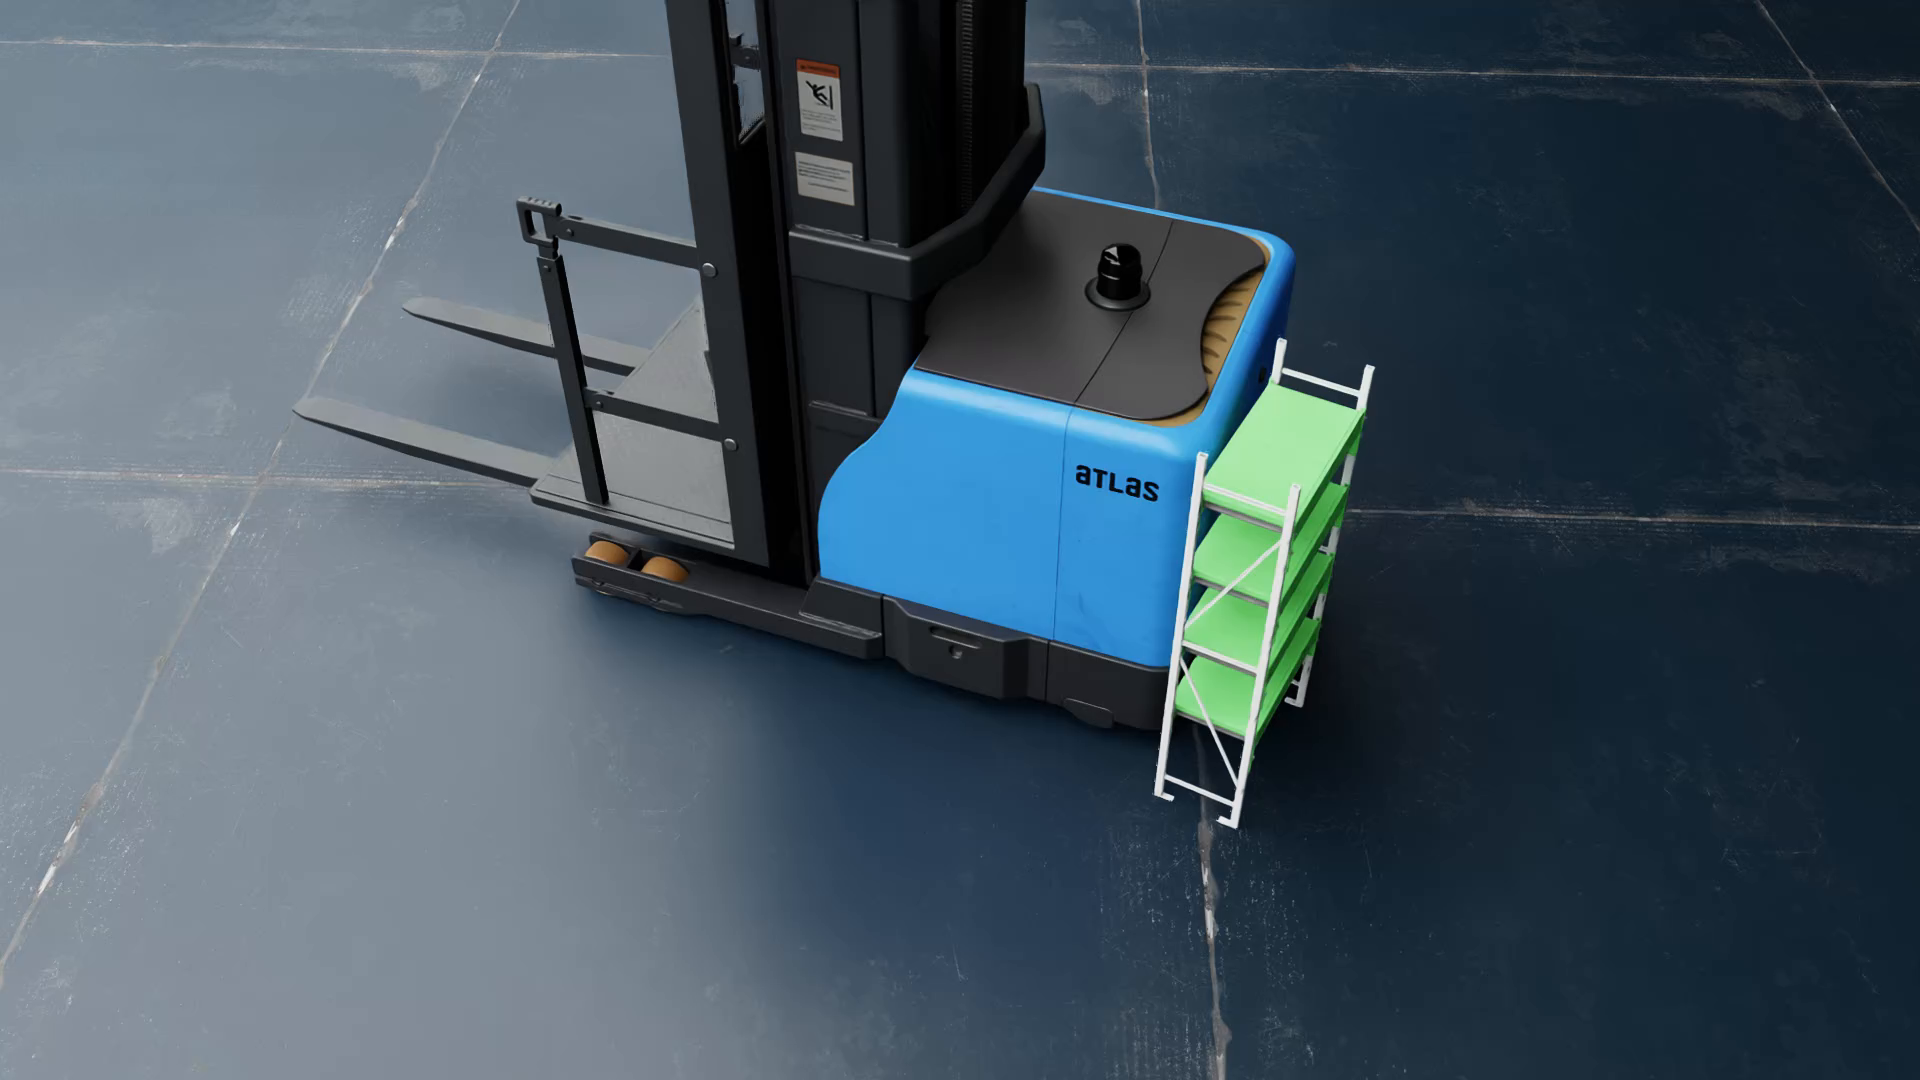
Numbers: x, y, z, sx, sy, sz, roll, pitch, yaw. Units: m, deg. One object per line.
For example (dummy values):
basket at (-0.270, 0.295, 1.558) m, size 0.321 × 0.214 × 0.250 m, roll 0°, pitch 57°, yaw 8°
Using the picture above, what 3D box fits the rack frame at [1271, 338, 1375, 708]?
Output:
rack frame at (0.872, -0.004, 4.374) m, size 0.240 × 1.200 × 0.015 m, roll 21°, pitch 47°, yaw 21°

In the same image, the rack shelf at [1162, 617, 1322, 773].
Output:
rack shelf at (0.753, 0.363, 4.425) m, size 0.258 × 0.148 × 0.480 m, roll 21°, pitch 47°, yaw 21°

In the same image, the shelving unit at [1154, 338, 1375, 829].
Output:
shelving unit at (0.753, 0.141, 4.218) m, size 0.258 × 1.200 × 0.503 m, roll 21°, pitch 47°, yaw 21°

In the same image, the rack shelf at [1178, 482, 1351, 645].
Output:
rack shelf at (0.753, 0.012, 4.098) m, size 0.258 × 0.148 × 0.480 m, roll 21°, pitch 47°, yaw 21°

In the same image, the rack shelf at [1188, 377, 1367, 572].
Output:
rack shelf at (0.753, -0.163, 3.935) m, size 0.258 × 0.148 × 0.480 m, roll 21°, pitch 47°, yaw 21°

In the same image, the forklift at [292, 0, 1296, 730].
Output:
forklift at (-0.632, -1.177, 4.363) m, size 3.031 × 2.935 × 1.130 m, roll 15°, pitch 45°, yaw 15°

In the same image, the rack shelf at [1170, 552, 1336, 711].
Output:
rack shelf at (0.753, 0.188, 4.262) m, size 0.258 × 0.148 × 0.480 m, roll 21°, pitch 47°, yaw 21°

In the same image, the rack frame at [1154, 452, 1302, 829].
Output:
rack frame at (0.635, 0.287, 4.062) m, size 0.240 × 1.200 × 0.015 m, roll 21°, pitch 47°, yaw 21°
